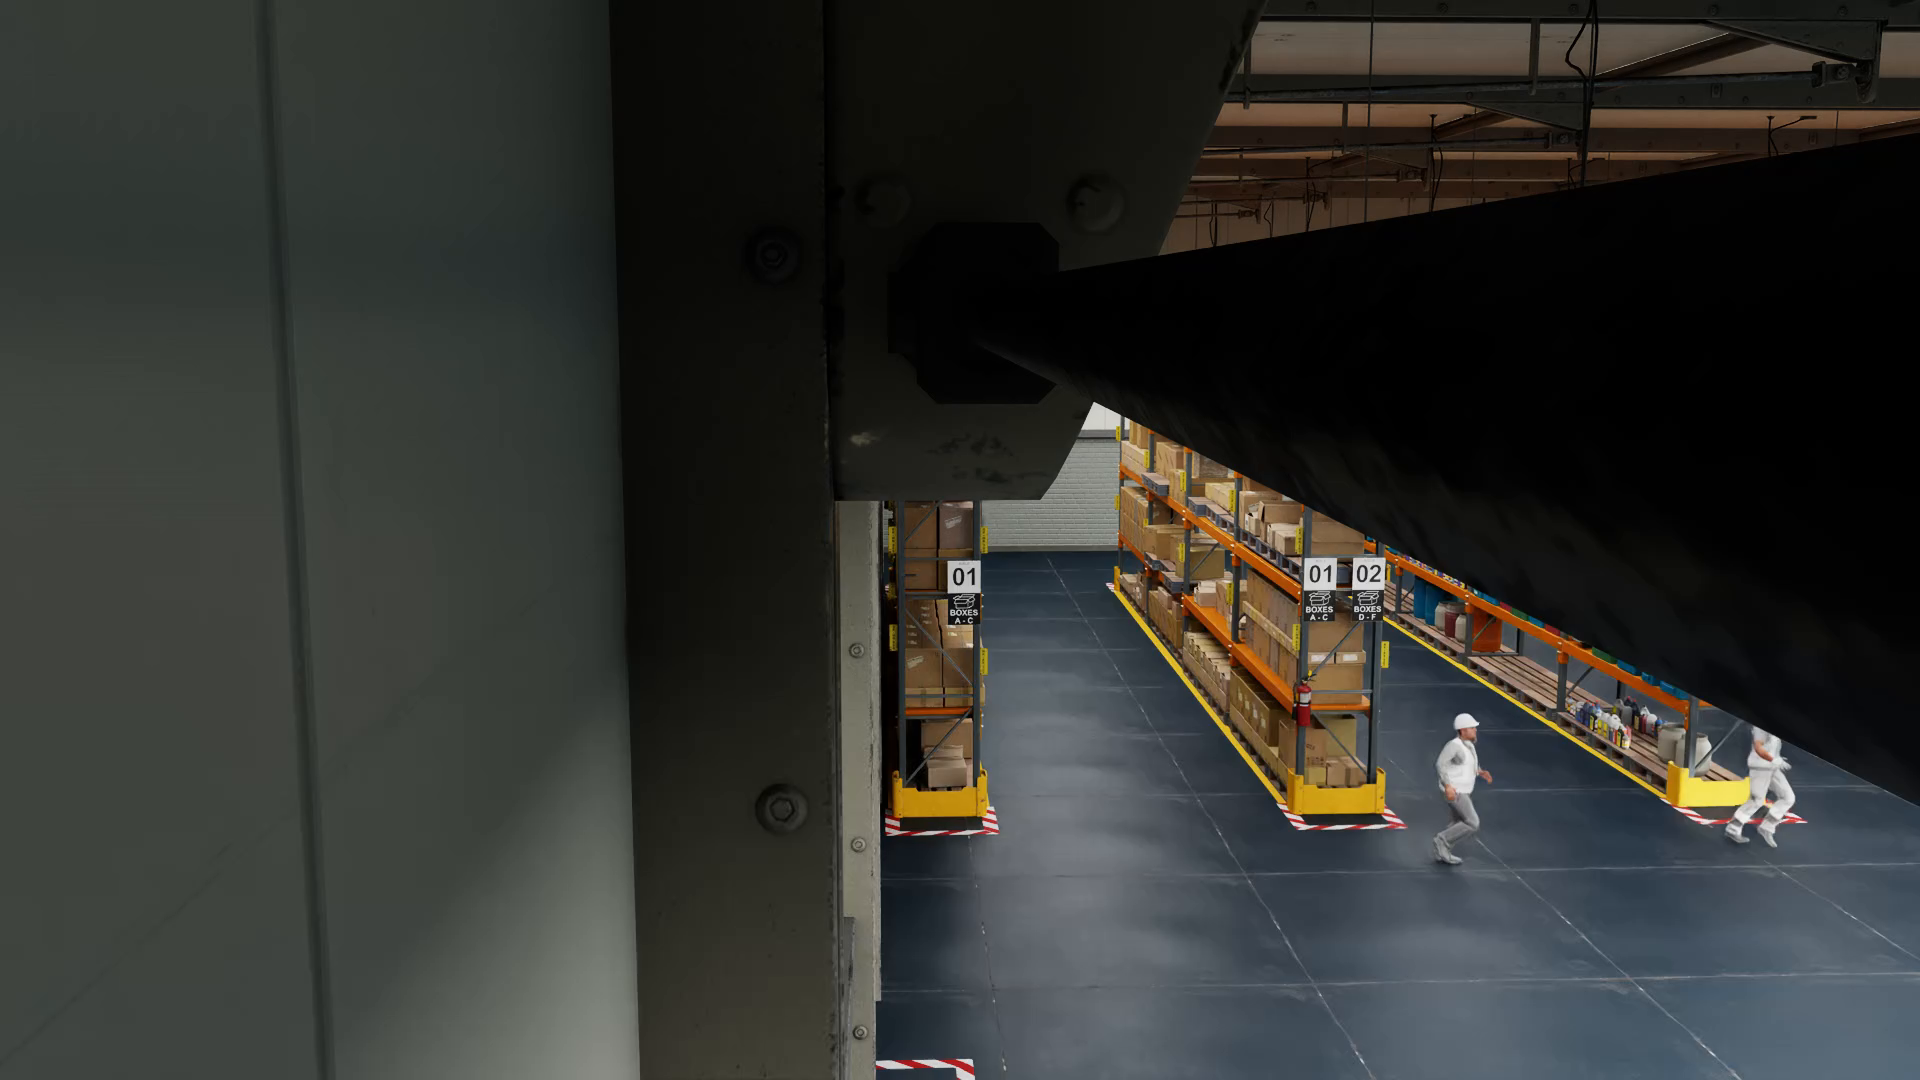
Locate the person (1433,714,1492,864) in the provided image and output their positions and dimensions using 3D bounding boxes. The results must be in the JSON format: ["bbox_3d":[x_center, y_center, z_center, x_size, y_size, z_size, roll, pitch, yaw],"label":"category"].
[{"bbox_3d":[5.660,2.801,18.714,0.592,1.734,0.680,5,9,30],"label":"person"}]

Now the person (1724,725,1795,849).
[{"bbox_3d":[9.412,2.685,19.439,0.667,1.774,0.718,7,11,38],"label":"person"}]
